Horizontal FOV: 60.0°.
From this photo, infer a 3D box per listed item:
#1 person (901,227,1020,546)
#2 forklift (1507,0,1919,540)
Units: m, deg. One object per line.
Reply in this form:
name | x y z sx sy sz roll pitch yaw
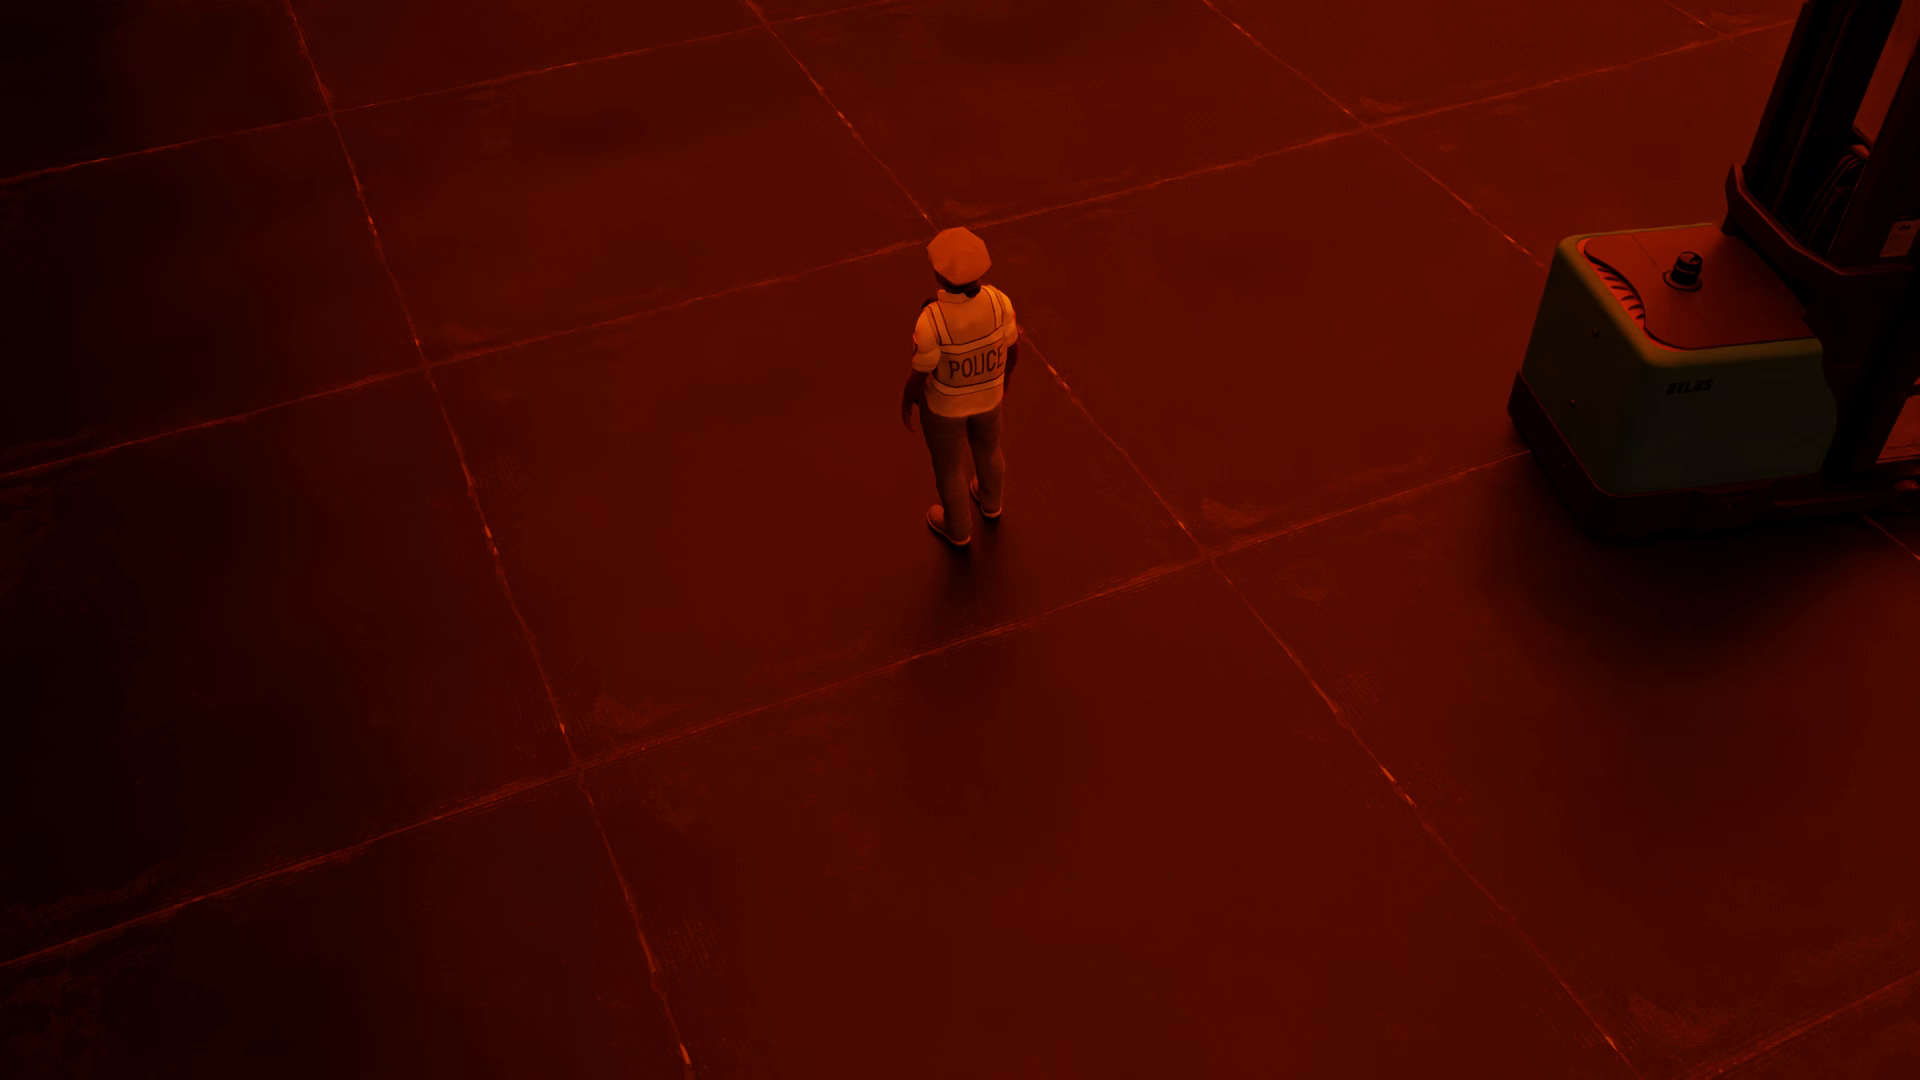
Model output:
person | -0.013 -0.677 7.301 0.569 1.695 0.530 -18 46 -18
forklift | 4.341 -1.550 7.341 3.031 2.935 1.130 -6 43 -7
